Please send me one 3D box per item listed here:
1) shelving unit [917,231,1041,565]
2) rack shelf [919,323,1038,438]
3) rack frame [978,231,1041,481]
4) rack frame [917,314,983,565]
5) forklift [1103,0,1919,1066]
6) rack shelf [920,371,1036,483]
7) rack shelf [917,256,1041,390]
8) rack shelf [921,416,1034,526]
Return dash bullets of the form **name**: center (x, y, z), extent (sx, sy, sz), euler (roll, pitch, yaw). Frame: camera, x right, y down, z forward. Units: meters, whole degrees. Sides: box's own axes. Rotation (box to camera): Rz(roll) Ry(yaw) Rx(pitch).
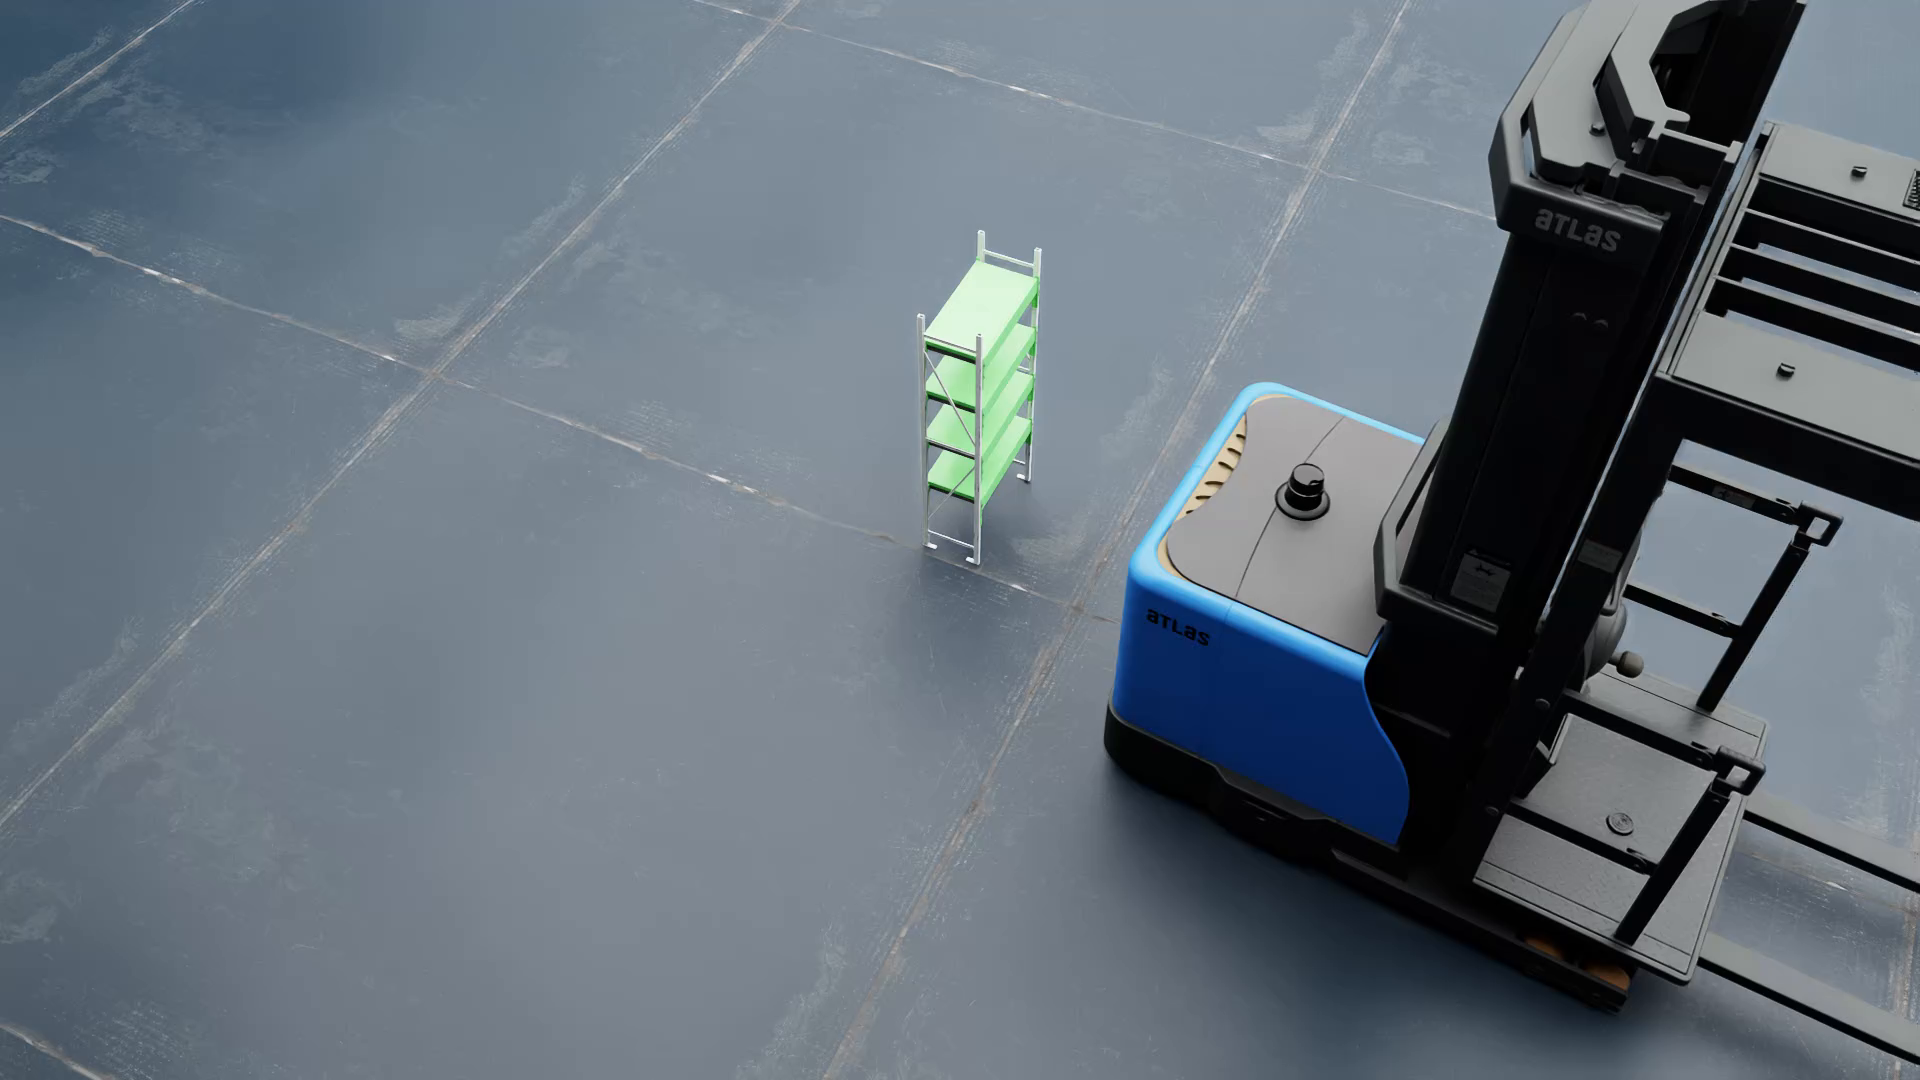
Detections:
- **shelving unit**: center (0.071, -0.503, 6.205), extent (0.258, 1.200, 0.503), euler (20, 52, 16)
- **rack shelf**: center (0.071, -0.617, 6.071), extent (0.258, 0.148, 0.480), euler (20, 52, 16)
- **rack frame**: center (0.175, -0.671, 6.348), extent (0.240, 1.200, 0.015), euler (20, 52, 16)
- **rack frame**: center (-0.034, -0.335, 6.062), extent (0.240, 1.200, 0.015), euler (20, 52, 16)
- **forklift**: center (2.041, 0.068, 4.583), extent (3.031, 2.935, 1.130), euler (24, 54, 19)
- **rack shelf**: center (0.071, -0.461, 6.254), extent (0.258, 0.148, 0.480), euler (20, 52, 16)
- **rack shelf**: center (0.071, -0.772, 5.888), extent (0.258, 0.148, 0.480), euler (20, 52, 16)
- **rack shelf**: center (0.071, -0.306, 6.437), extent (0.258, 0.148, 0.480), euler (20, 52, 16)
